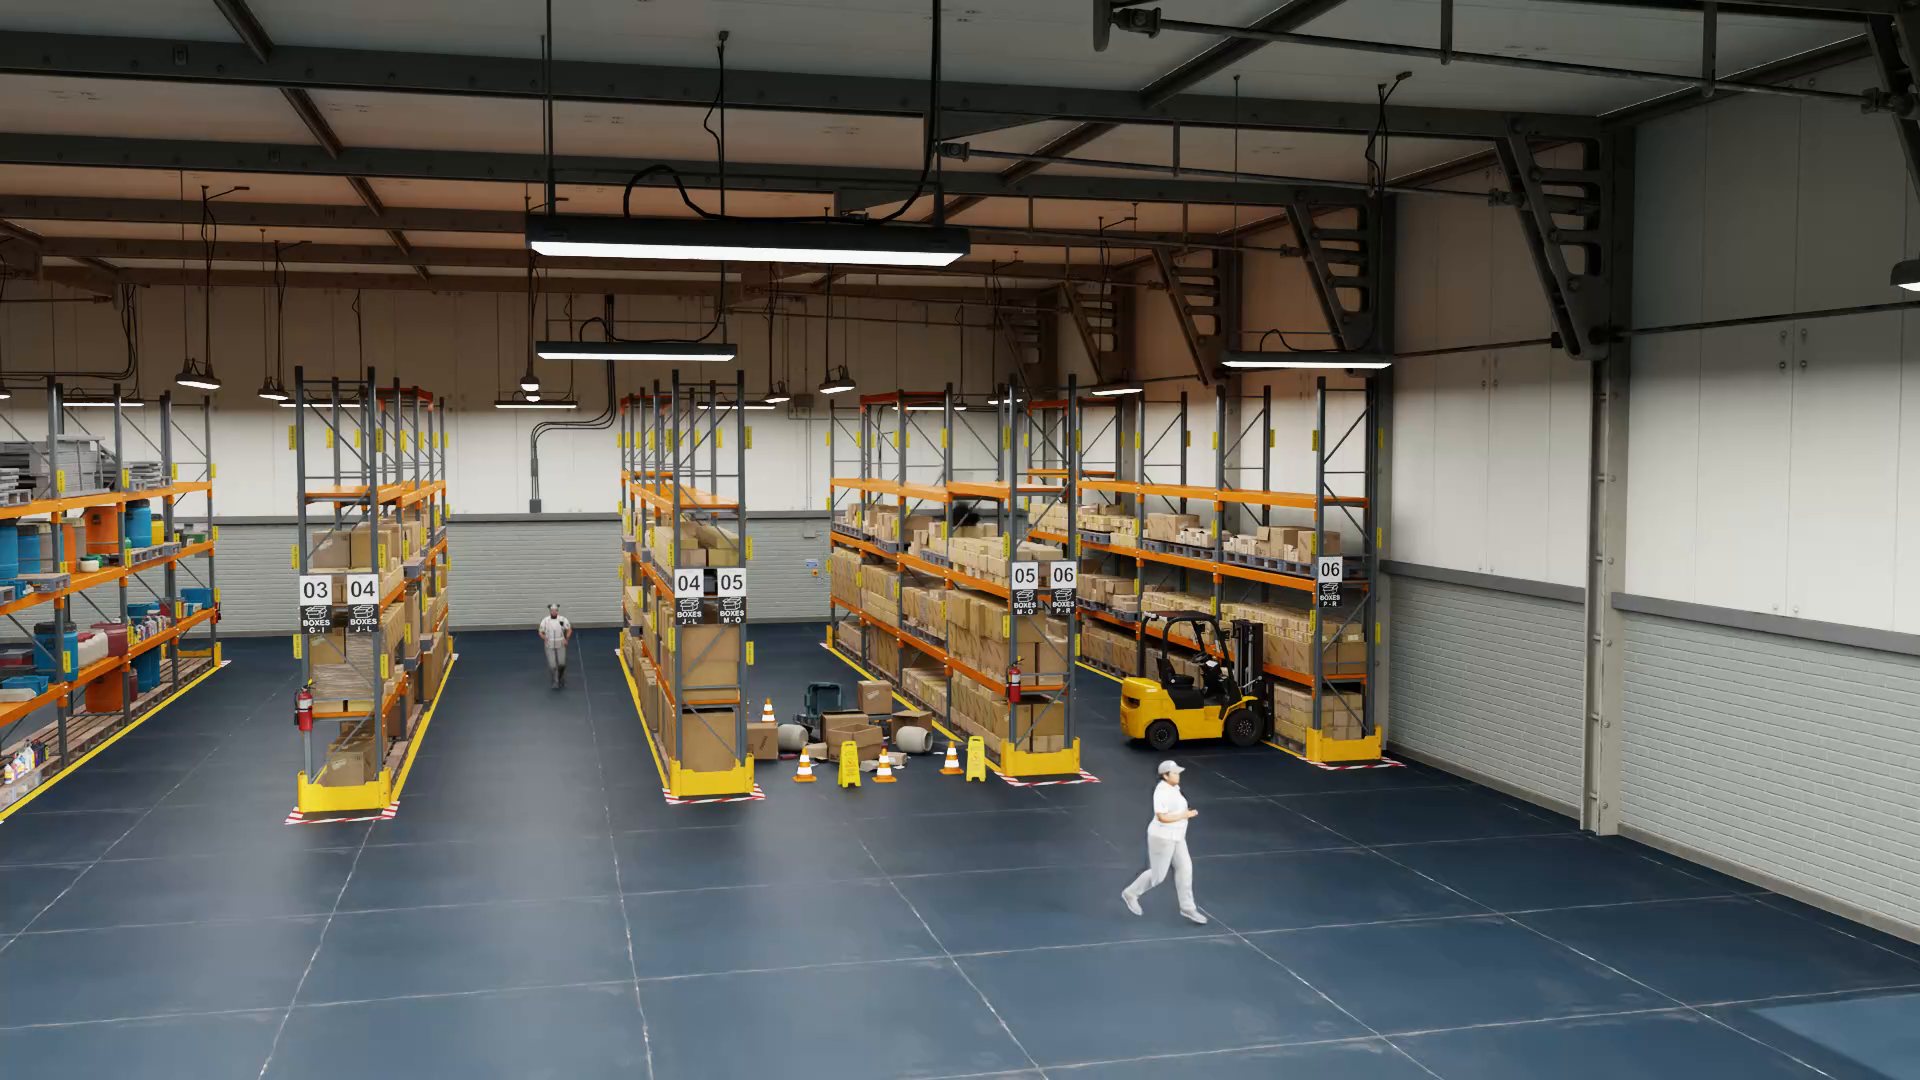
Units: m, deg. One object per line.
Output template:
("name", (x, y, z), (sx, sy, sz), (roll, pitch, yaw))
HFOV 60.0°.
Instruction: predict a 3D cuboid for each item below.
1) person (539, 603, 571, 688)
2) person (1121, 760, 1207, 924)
("person", (-8.141, 2.130, 33.457), (0.638, 1.737, 0.564), (-1, 4, -14))
("person", (2.129, 3.117, 17.299), (0.903, 1.673, 0.632), (2, 4, 26))
